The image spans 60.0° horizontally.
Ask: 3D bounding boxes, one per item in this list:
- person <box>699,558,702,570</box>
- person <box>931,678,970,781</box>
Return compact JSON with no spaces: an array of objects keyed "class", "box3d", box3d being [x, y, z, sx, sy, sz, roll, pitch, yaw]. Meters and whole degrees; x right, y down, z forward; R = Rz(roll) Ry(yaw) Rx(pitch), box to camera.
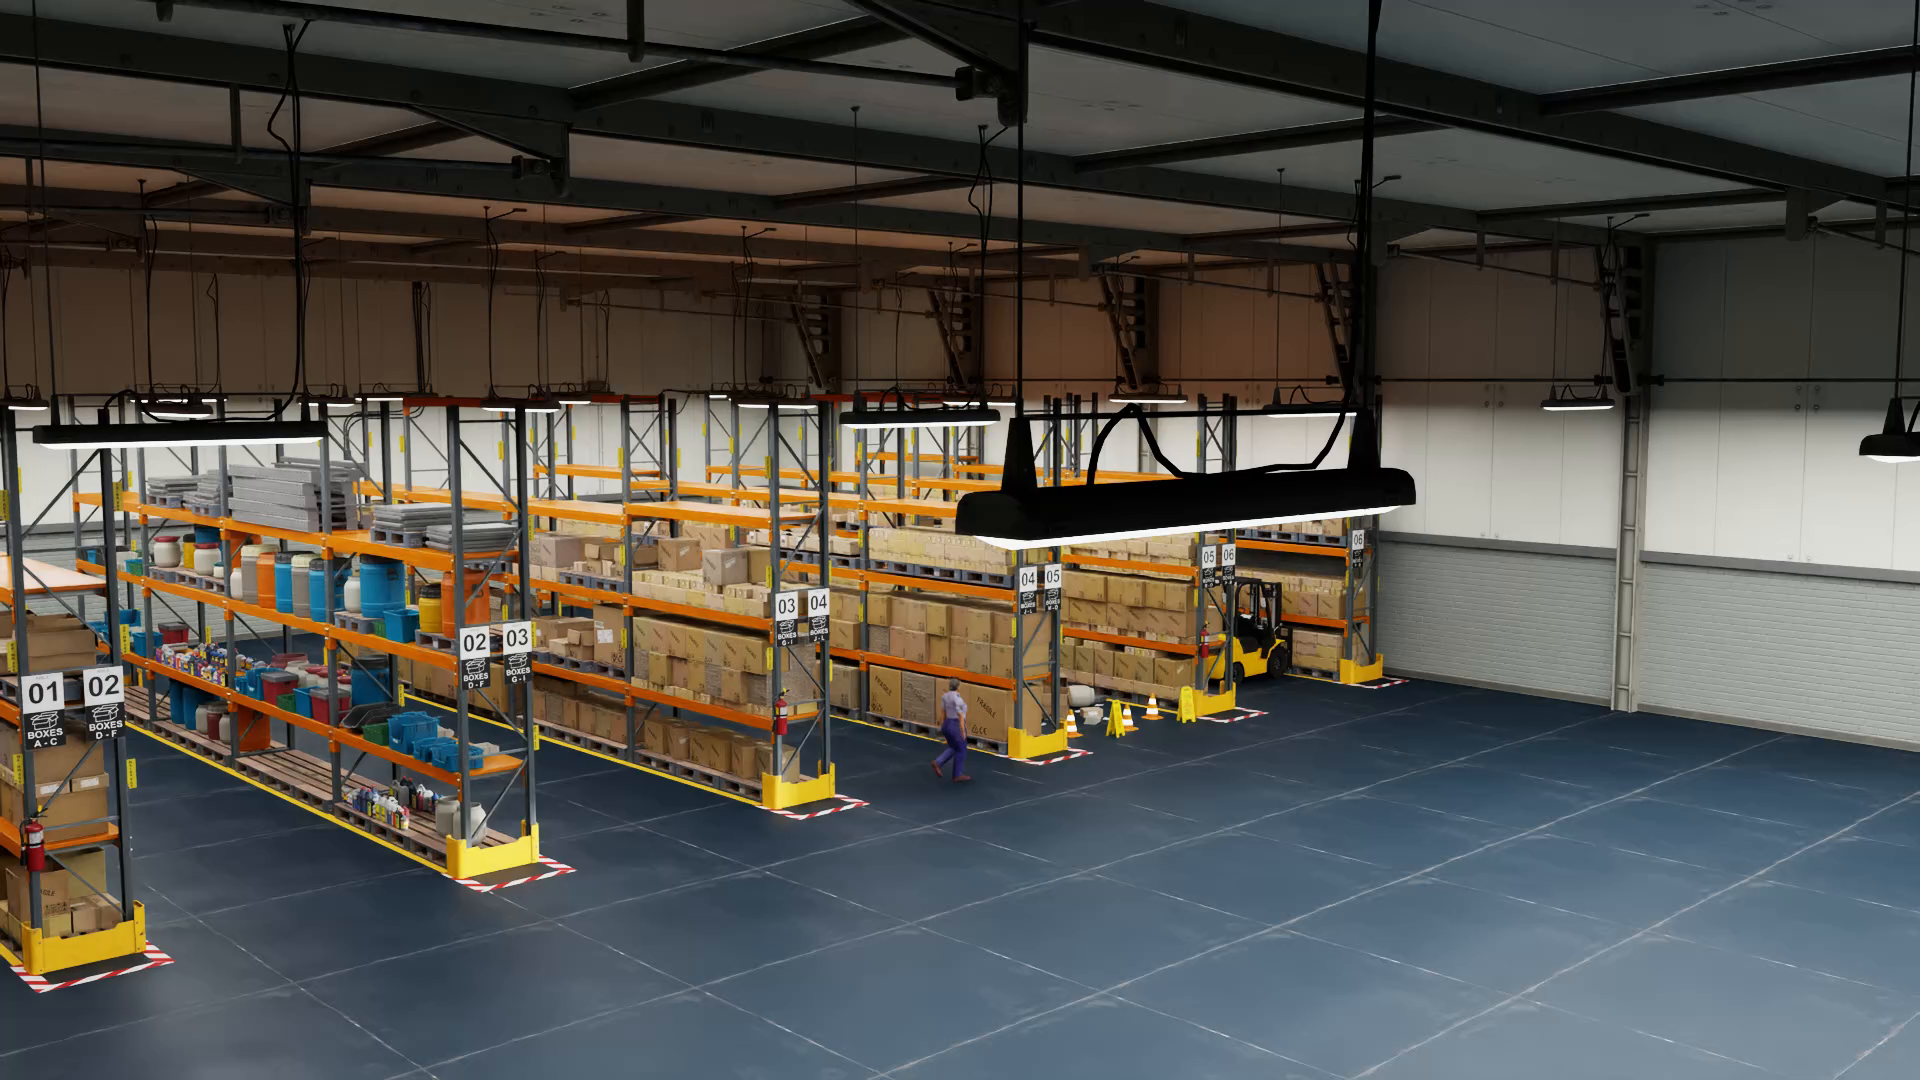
[{"class":"person","box3d":[-6.828,1.264,44.049,0.456,1.639,0.991,4,7,33]},{"class":"person","box3d":[-0.130,2.974,26.166,0.566,1.622,0.479,-3,6,-27]}]
